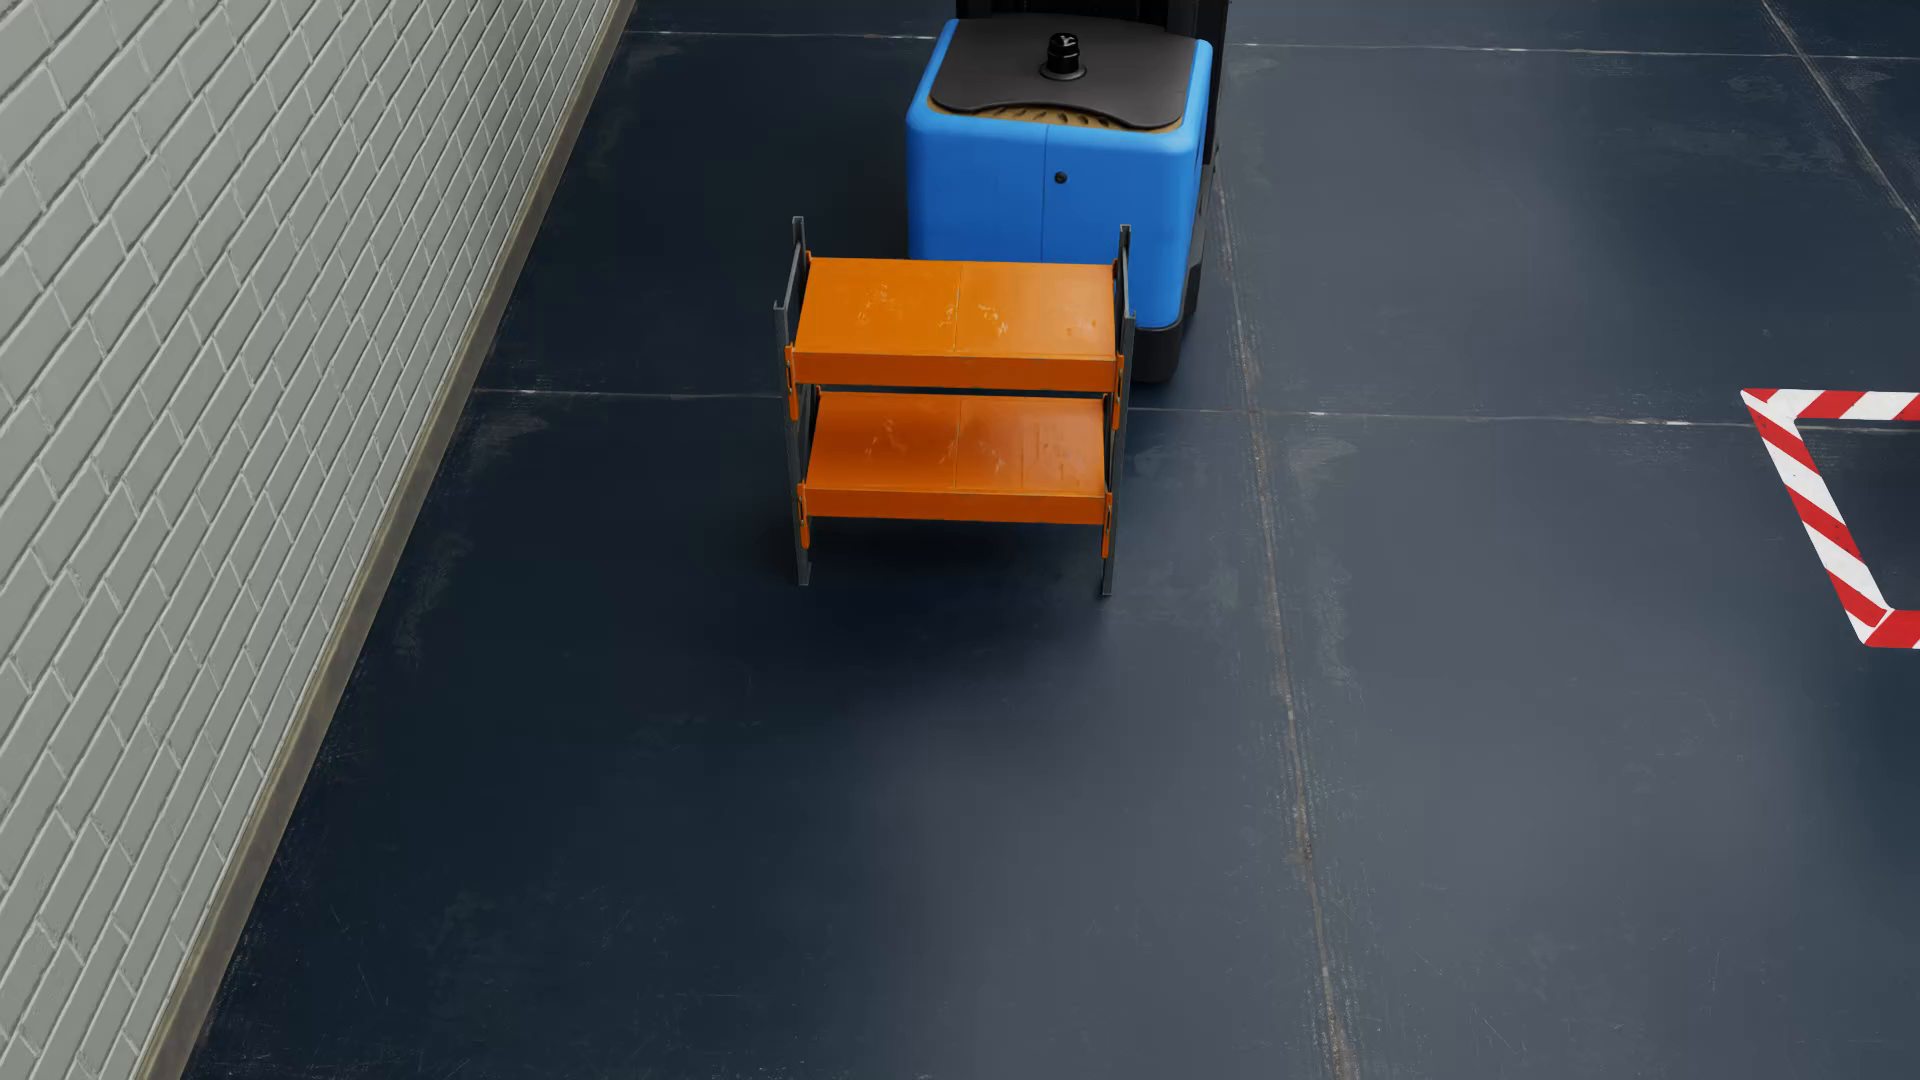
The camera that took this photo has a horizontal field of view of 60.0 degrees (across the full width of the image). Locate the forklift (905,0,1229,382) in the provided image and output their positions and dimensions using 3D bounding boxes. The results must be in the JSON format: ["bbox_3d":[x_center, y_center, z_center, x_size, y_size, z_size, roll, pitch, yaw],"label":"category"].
[{"bbox_3d":[0.572,-2.683,6.480,1.130,2.935,3.031,7,43,8],"label":"forklift"}]

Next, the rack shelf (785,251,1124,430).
[{"bbox_3d":[-0.007,-0.626,5.167,1.000,0.278,0.538,2,43,2],"label":"rack shelf"}]

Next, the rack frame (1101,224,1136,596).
[{"bbox_3d":[0.501,-0.396,5.350,0.032,1.125,0.500,2,43,2],"label":"rack frame"}]

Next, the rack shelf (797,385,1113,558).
[{"bbox_3d":[-0.007,-0.233,5.533,1.000,0.278,0.538,2,43,2],"label":"rack shelf"}]

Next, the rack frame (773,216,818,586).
[{"bbox_3d":[-0.515,-0.427,5.384,0.032,1.125,0.500,2,43,2],"label":"rack frame"}]

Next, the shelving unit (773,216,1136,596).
[{"bbox_3d":[-0.007,-0.412,5.367,1.048,1.125,0.538,2,43,2],"label":"shelving unit"}]
